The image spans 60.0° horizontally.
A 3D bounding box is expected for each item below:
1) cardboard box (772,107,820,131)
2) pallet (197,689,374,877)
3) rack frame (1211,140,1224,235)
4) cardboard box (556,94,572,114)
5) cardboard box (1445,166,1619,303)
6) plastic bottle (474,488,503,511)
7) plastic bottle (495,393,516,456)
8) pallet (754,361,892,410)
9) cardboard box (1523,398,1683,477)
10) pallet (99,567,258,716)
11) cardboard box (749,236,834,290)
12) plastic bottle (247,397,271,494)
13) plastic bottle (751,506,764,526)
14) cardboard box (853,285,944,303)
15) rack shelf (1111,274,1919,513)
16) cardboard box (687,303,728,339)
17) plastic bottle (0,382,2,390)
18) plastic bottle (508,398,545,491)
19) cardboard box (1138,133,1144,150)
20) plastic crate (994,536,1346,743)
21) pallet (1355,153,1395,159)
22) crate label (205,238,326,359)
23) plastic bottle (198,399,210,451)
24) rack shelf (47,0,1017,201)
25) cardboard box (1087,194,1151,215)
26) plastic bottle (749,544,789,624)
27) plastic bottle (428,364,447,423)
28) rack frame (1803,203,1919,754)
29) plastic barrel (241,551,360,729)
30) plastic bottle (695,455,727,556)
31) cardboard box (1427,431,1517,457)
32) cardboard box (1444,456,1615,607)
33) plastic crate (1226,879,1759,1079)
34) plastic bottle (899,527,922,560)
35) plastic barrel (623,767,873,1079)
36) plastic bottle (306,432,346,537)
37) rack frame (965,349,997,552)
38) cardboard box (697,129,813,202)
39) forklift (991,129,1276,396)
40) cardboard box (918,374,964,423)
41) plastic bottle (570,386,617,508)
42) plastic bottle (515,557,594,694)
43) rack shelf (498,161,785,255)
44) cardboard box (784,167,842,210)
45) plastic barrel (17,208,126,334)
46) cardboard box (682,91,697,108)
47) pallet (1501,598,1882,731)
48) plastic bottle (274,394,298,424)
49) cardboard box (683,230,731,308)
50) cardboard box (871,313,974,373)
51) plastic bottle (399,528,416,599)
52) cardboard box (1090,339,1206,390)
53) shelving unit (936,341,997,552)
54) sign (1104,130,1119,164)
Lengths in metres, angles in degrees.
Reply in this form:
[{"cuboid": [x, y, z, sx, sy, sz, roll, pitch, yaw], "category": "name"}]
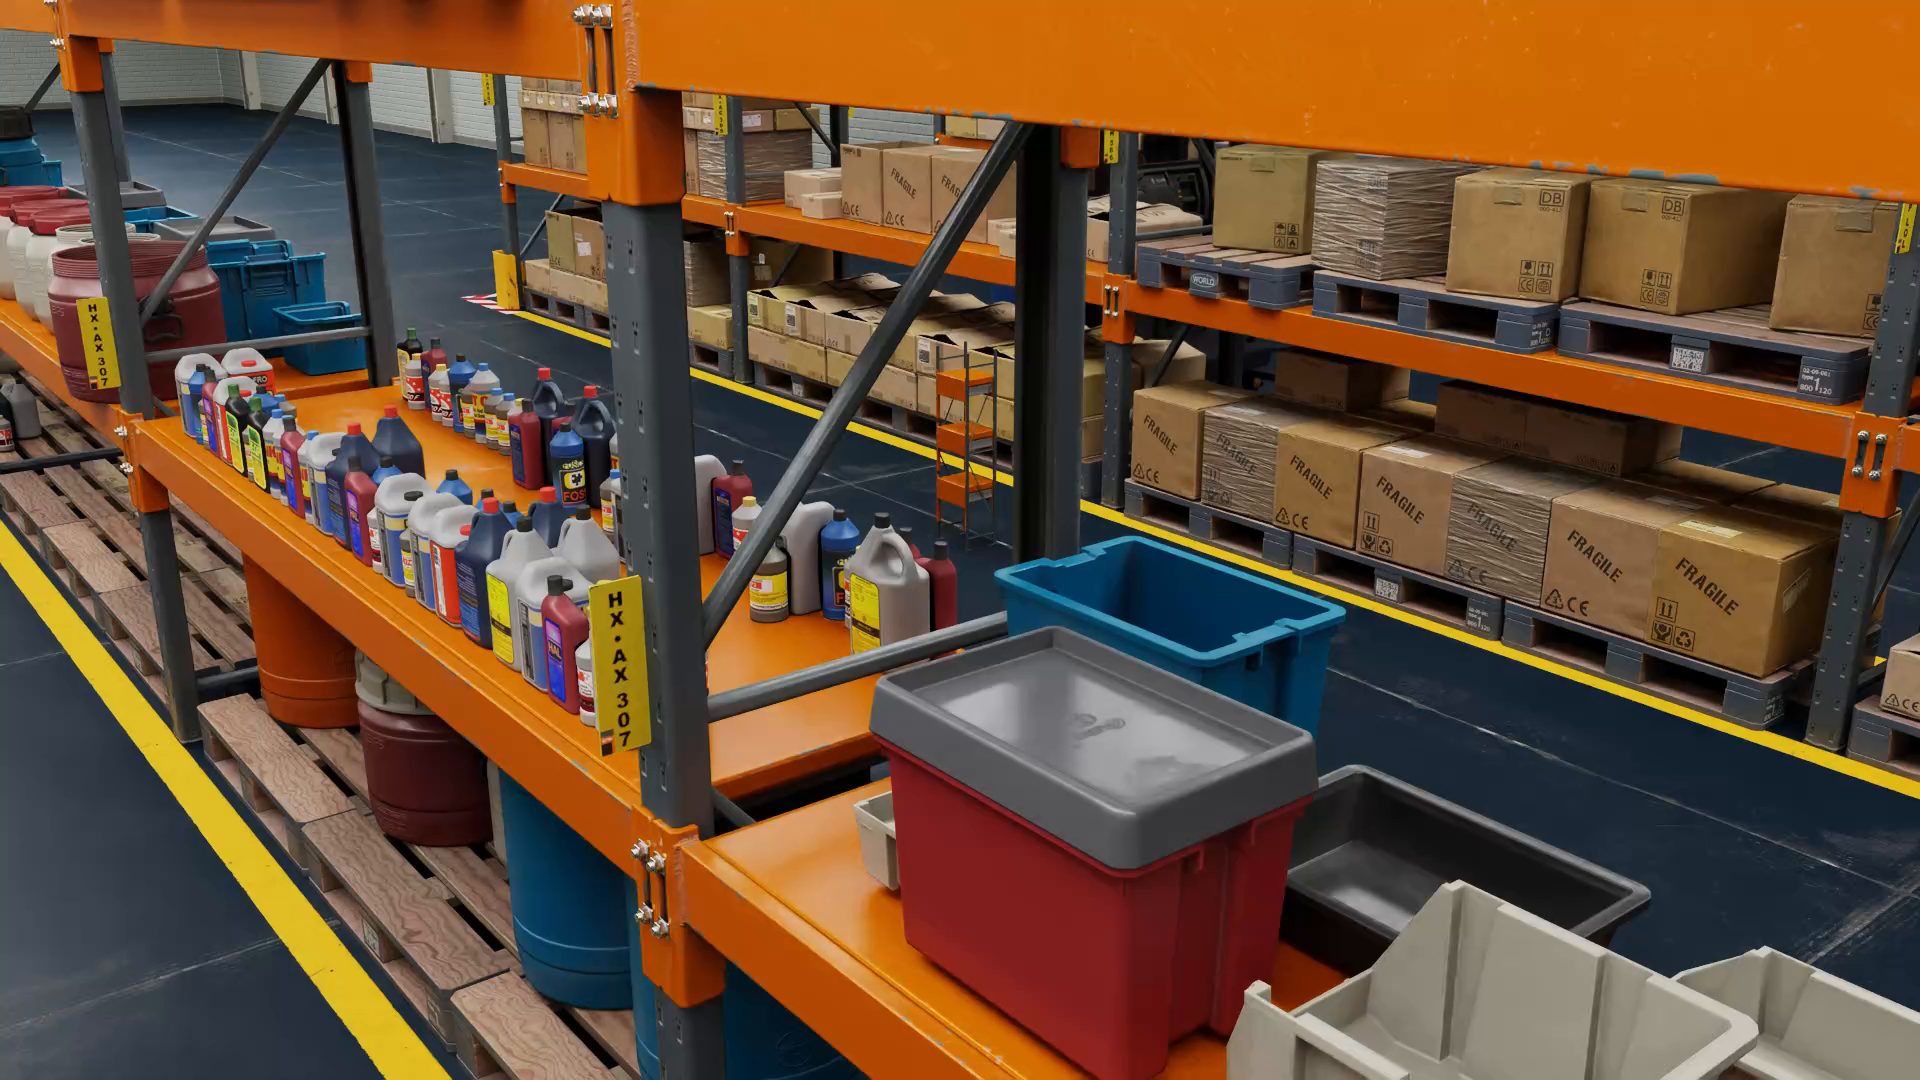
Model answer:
[{"cuboid": [-1.270, -3.146, 12.400, 0.380, 0.149, 0.250, -14, 23, -36], "category": "cardboard box"}, {"cuboid": [-2.135, 0.775, 6.186, 1.003, 0.211, 1.213, -14, 23, -36], "category": "pallet"}, {"cuboid": [2.626, -3.654, 15.126, 1.000, 3.000, 0.127, -14, 23, -36], "category": "rack frame"}, {"cuboid": [-3.189, -3.700, 14.073, 0.380, 0.149, 0.250, -14, 23, -37], "category": "cardboard box"}, {"cuboid": [2.567, -1.385, 7.447, 0.500, 0.500, 0.700, 13, 23, 35], "category": "cardboard box"}, {"cuboid": [-1.209, 0.001, 4.291, 0.097, 0.271, 0.097, 0, 18, 0], "category": "plastic bottle"}, {"cuboid": [-1.508, -0.391, 5.589, 0.097, 0.201, 0.097, 0, 18, 0], "category": "plastic bottle"}, {"cuboid": [-0.767, -1.189, 12.117, 1.003, 0.211, 1.213, -14, 23, -36], "category": "pallet"}, {"cuboid": [2.982, -0.506, 7.704, 0.500, 0.250, 0.500, -14, 23, -36], "category": "cardboard box"}, {"cuboid": [-3.107, 0.390, 7.348, 1.003, 0.211, 1.213, -14, 23, -36], "category": "pallet"}, {"cuboid": [-1.298, -2.112, 12.981, 0.500, 0.500, 0.500, -14, 23, -36], "category": "cardboard box"}, {"cuboid": [-2.163, -0.297, 5.173, 0.061, 0.283, 0.133, -14, 23, -36], "category": "plastic bottle"}, {"cuboid": [-0.500, 0.009, 4.381, 0.097, 0.201, 0.097, 0, 18, 0], "category": "plastic bottle"}, {"cuboid": [-0.451, -1.676, 11.966, 0.500, 0.311, 0.500, -13, 22, -35], "category": "cardboard box"}, {"cuboid": [2.470, -0.866, 7.852, 1.077, 0.370, 4.000, -14, 23, -36], "category": "rack shelf"}, {"cuboid": [-2.017, -1.777, 13.164, 0.500, 0.250, 0.500, -14, 23, -36], "category": "cardboard box"}, {"cuboid": [-6.021, -0.896, 10.417, 0.061, 0.283, 0.133, -14, 23, -36], "category": "plastic bottle"}, {"cuboid": [-1.360, -0.308, 5.206, 0.061, 0.283, 0.133, -14, 23, -36], "category": "plastic bottle"}, {"cuboid": [1.791, -3.774, 15.696, 0.500, 0.250, 0.500, -14, 23, -36], "category": "cardboard box"}, {"cuboid": [0.384, 0.278, 3.180, 0.392, 0.384, 0.575, -14, 23, -36], "category": "plastic crate"}, {"cuboid": [3.848, -3.057, 13.629, 1.003, 0.211, 1.213, -14, 23, -36], "category": "pallet"}, {"cuboid": [-3.062, -1.049, 7.203, 0.502, 0.435, 0.616, -14, 23, -36], "category": "crate label"}, {"cuboid": [-2.530, -0.413, 5.654, 0.097, 0.201, 0.097, 0, 18, 0], "category": "plastic bottle"}, {"cuboid": [-1.415, -1.325, 4.463, 1.077, 0.370, 4.000, -14, 23, -36], "category": "rack shelf"}, {"cuboid": [0.825, -1.917, 10.021, 0.500, 0.311, 0.500, -14, 23, -37], "category": "cardboard box"}, {"cuboid": [-0.475, 0.095, 4.119, 0.097, 0.201, 0.097, 0, 18, 0], "category": "plastic bottle"}, {"cuboid": [-1.871, -0.535, 6.023, 0.097, 0.201, 0.097, 0, 18, 0], "category": "plastic bottle"}, {"cuboid": [3.712, -0.715, 6.250, 1.000, 3.000, 0.127, -14, 23, -36], "category": "rack frame"}, {"cuboid": [-2.340, 0.213, 6.231, 0.600, 0.830, 0.708, -14, 23, -36], "category": "plastic barrel"}, {"cuboid": [-0.737, -0.107, 4.611, 0.152, 0.276, 0.135, -14, 23, -36], "category": "plastic bottle"}, {"cuboid": [2.645, -0.283, 8.221, 0.500, 0.500, 0.500, -15, 24, -38], "category": "cardboard box"}, {"cuboid": [2.570, -0.050, 7.519, 0.500, 0.500, 0.500, -14, 23, -35], "category": "cardboard box"}, {"cuboid": [0.631, 0.691, 2.098, 0.437, 0.282, 0.530, -14, 23, -36], "category": "plastic crate"}, {"cuboid": [-0.149, 0.100, 3.975, 0.061, 0.283, 0.133, -14, 23, -36], "category": "plastic bottle"}, {"cuboid": [-0.498, 0.910, 4.012, 0.600, 0.901, 0.708, -14, 23, -36], "category": "plastic barrel"}, {"cuboid": [-1.780, -0.165, 4.785, 0.152, 0.276, 0.135, -14, 23, -36], "category": "plastic bottle"}, {"cuboid": [0.109, -0.455, 8.567, 0.200, 1.050, 0.008, -14, 23, -36], "category": "rack frame"}, {"cuboid": [-1.536, -2.842, 12.514, 0.700, 0.500, 0.500, -15, 23, -38], "category": "cardboard box"}, {"cuboid": [1.555, -2.447, 11.590, 1.130, 2.935, 3.031, -15, 23, -38], "category": "forklift"}, {"cuboid": [0.078, -0.928, 10.598, 0.500, 0.250, 0.500, -13, 23, -35], "category": "cardboard box"}, {"cuboid": [-1.098, -0.288, 5.038, 0.144, 0.351, 0.185, -14, 23, -36], "category": "plastic bottle"}, {"cuboid": [-0.898, 0.186, 3.728, 0.152, 0.276, 0.135, -14, 23, -36], "category": "plastic bottle"}, {"cuboid": [-2.497, -2.838, 13.805, 1.077, 0.370, 4.000, -14, 23, -36], "category": "rack shelf"}, {"cuboid": [-0.915, -2.502, 11.886, 0.500, 0.250, 0.500, -12, 22, -33], "category": "cardboard box"}, {"cuboid": [-3.994, -1.219, 7.556, 0.433, 0.535, 0.433, 0, 18, 0], "category": "plastic barrel"}, {"cuboid": [-1.850, -3.582, 12.686, 0.700, 0.500, 0.500, -14, 23, -36], "category": "cardboard box"}, {"cuboid": [3.177, 0.416, 7.272, 1.003, 0.211, 1.213, -14, 23, -36], "category": "pallet"}, {"cuboid": [-2.268, -0.386, 5.572, 0.097, 0.201, 0.097, 0, 18, 0], "category": "plastic bottle"}, {"cuboid": [-2.016, -2.134, 13.047, 0.500, 0.500, 0.500, -14, 23, -36], "category": "cardboard box"}, {"cuboid": [-0.238, -1.318, 10.884, 0.500, 0.311, 0.500, -13, 22, -35], "category": "cardboard box"}, {"cuboid": [-1.388, 0.040, 4.285, 0.097, 0.201, 0.097, 0, 18, 0], "category": "plastic bottle"}, {"cuboid": [1.134, -1.047, 10.068, 0.500, 0.311, 0.500, -13, 22, -34], "category": "cardboard box"}, {"cuboid": [0.033, -0.485, 8.658, 0.215, 1.050, 0.252, -14, 23, -36], "category": "shelving unit"}, {"cuboid": [0.795, -2.141, 8.715, 0.100, 0.325, 0.005, -14, 23, -36], "category": "sign"}]
